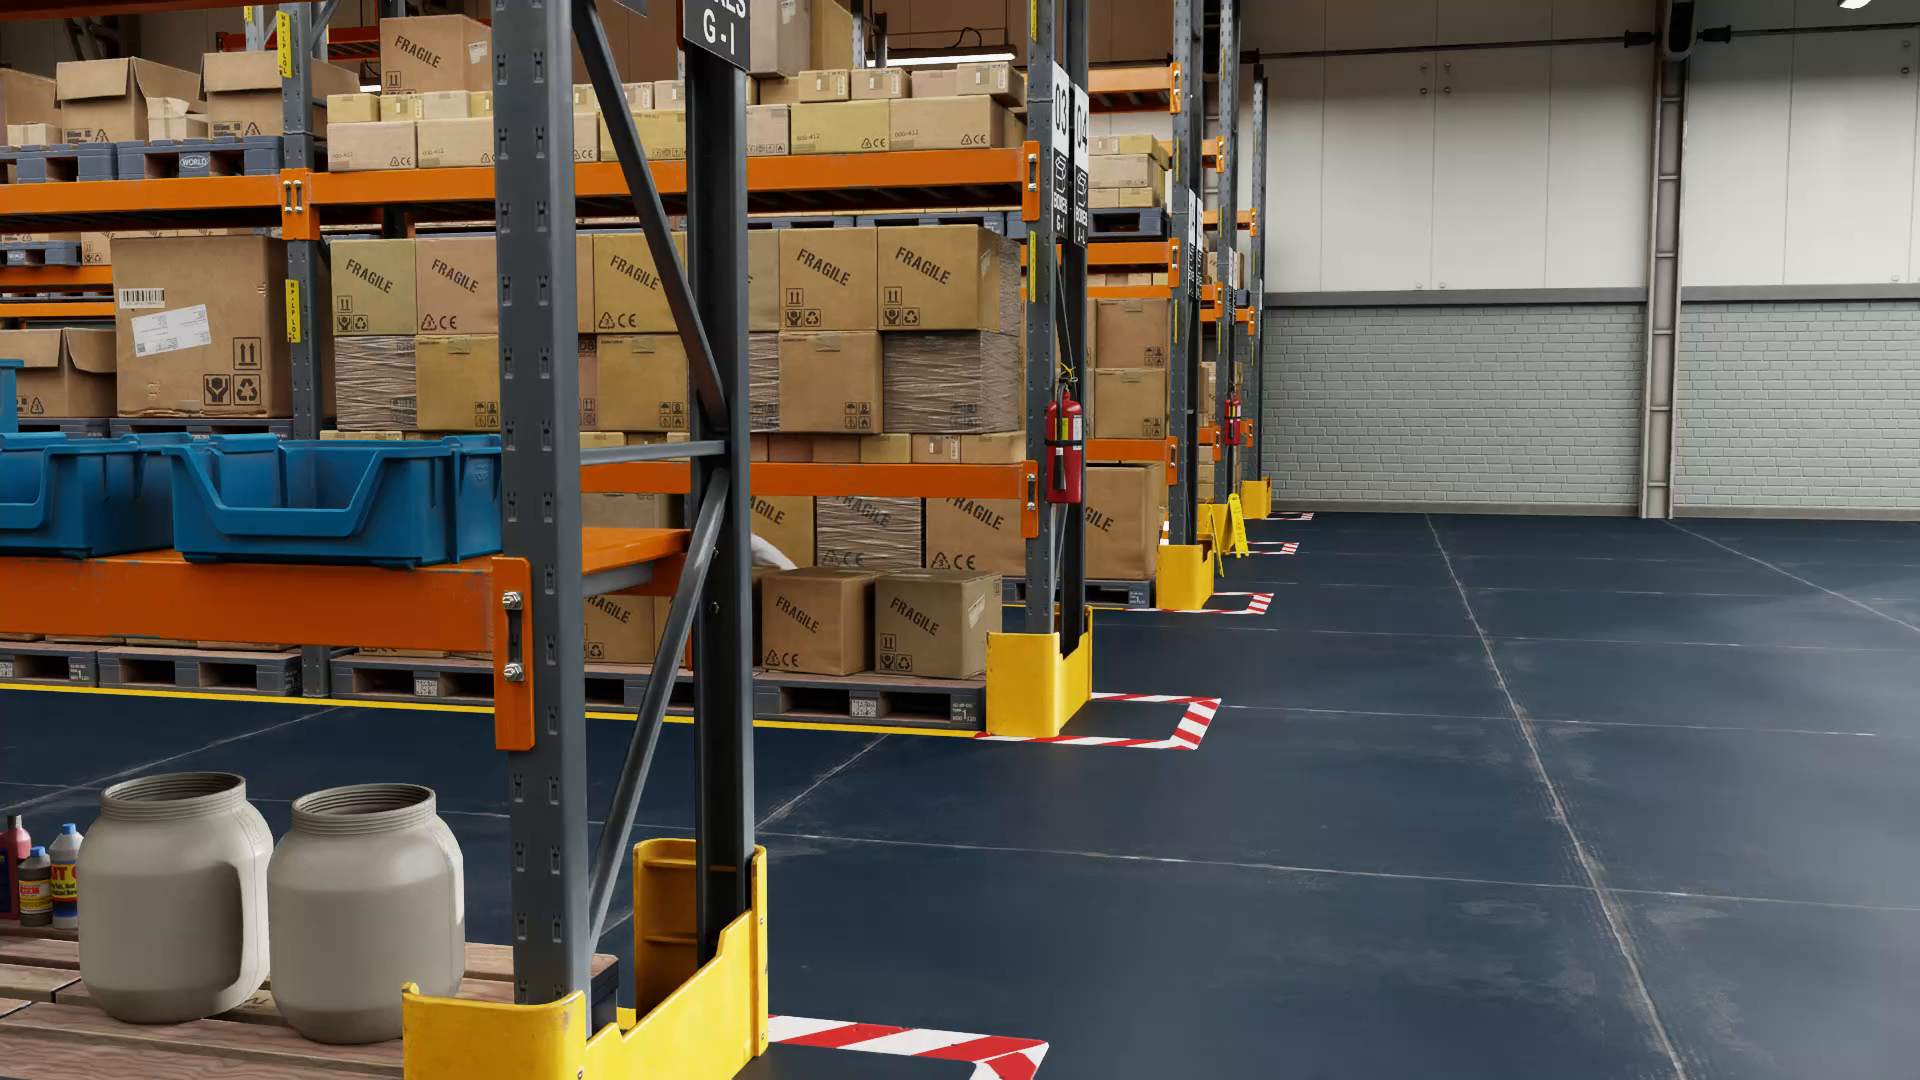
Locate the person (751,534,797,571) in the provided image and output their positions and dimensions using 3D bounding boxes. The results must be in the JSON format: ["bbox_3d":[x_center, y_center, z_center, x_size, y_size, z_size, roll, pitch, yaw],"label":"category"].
[{"bbox_3d":[-1.320,0.287,10.266,0.800,0.935,0.479,1,5,13],"label":"person"}]
